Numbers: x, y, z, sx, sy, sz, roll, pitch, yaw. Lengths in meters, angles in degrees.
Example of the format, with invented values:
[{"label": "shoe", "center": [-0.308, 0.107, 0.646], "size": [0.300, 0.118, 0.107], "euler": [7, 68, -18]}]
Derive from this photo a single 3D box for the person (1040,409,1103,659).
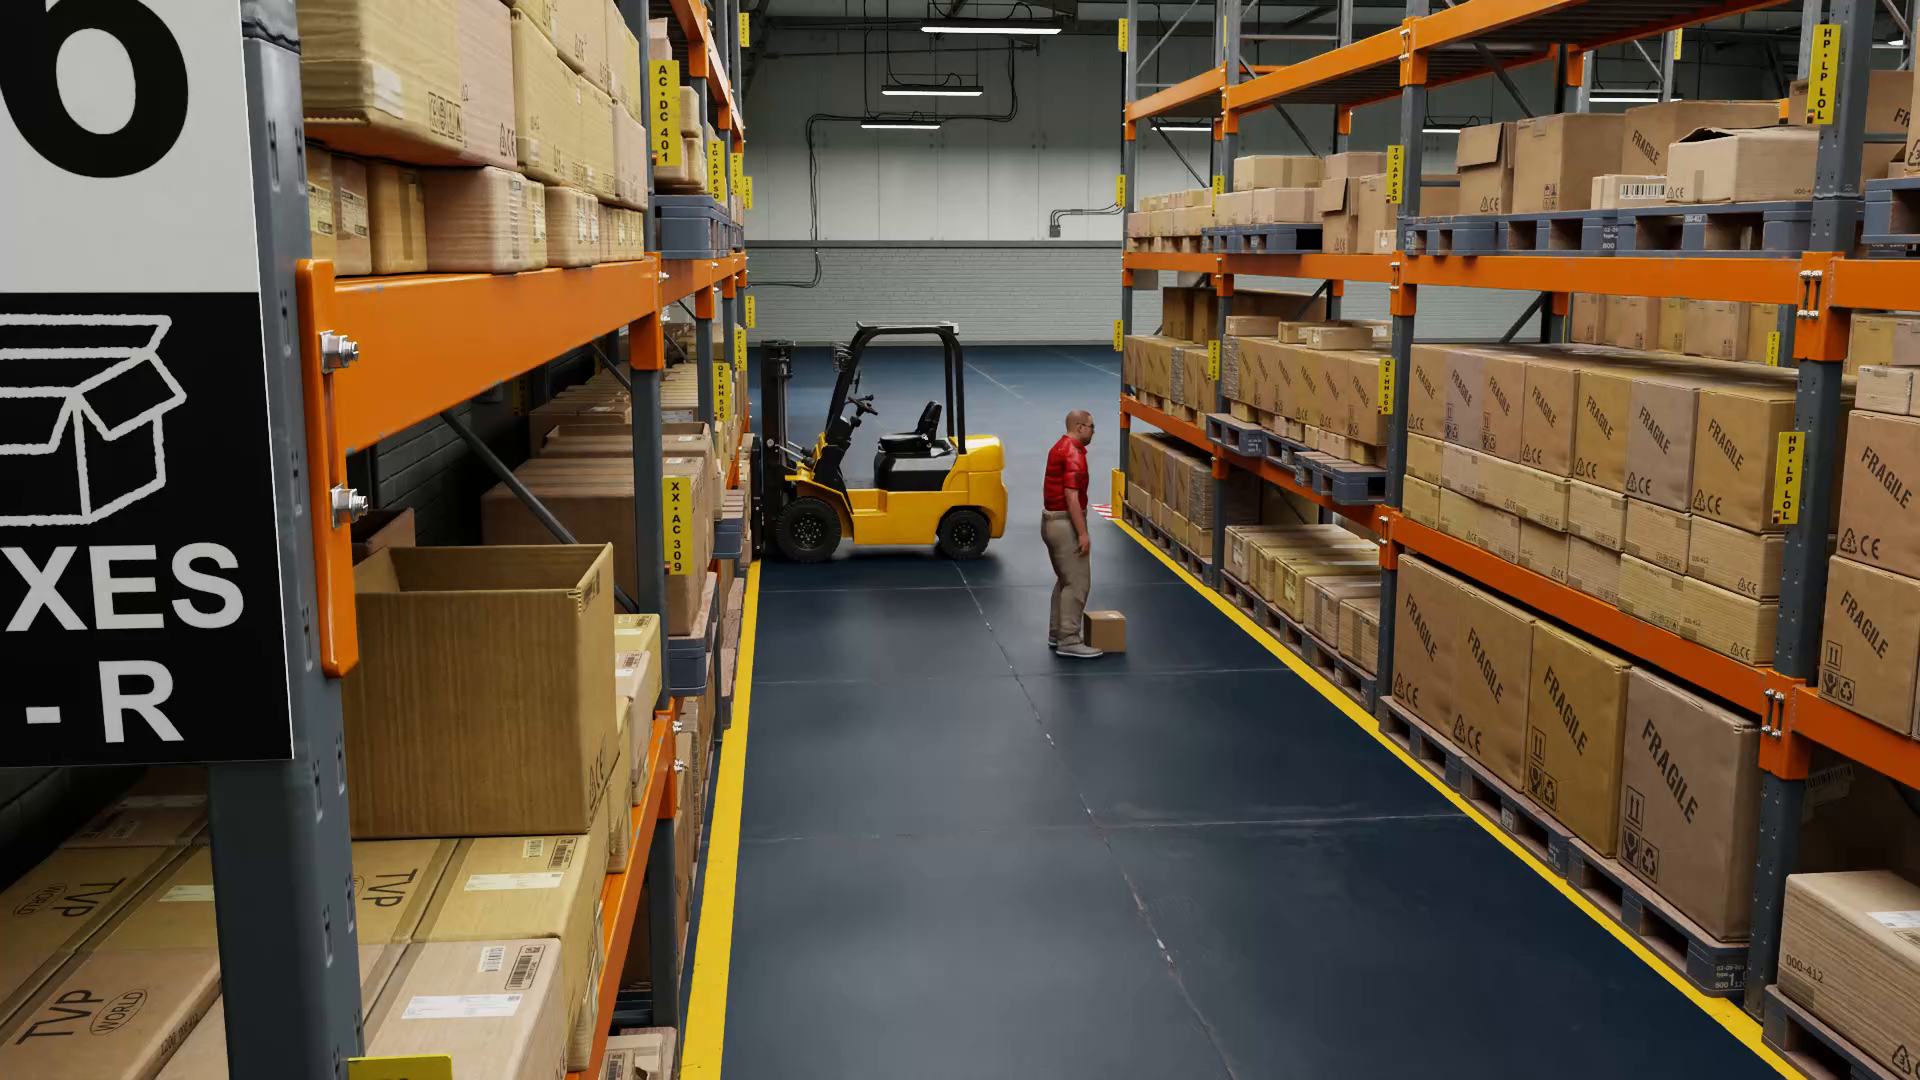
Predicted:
[{"label": "person", "center": [0.784, -0.063, 11.800], "size": [0.393, 1.726, 0.605], "euler": [-2, 10, -10]}]
